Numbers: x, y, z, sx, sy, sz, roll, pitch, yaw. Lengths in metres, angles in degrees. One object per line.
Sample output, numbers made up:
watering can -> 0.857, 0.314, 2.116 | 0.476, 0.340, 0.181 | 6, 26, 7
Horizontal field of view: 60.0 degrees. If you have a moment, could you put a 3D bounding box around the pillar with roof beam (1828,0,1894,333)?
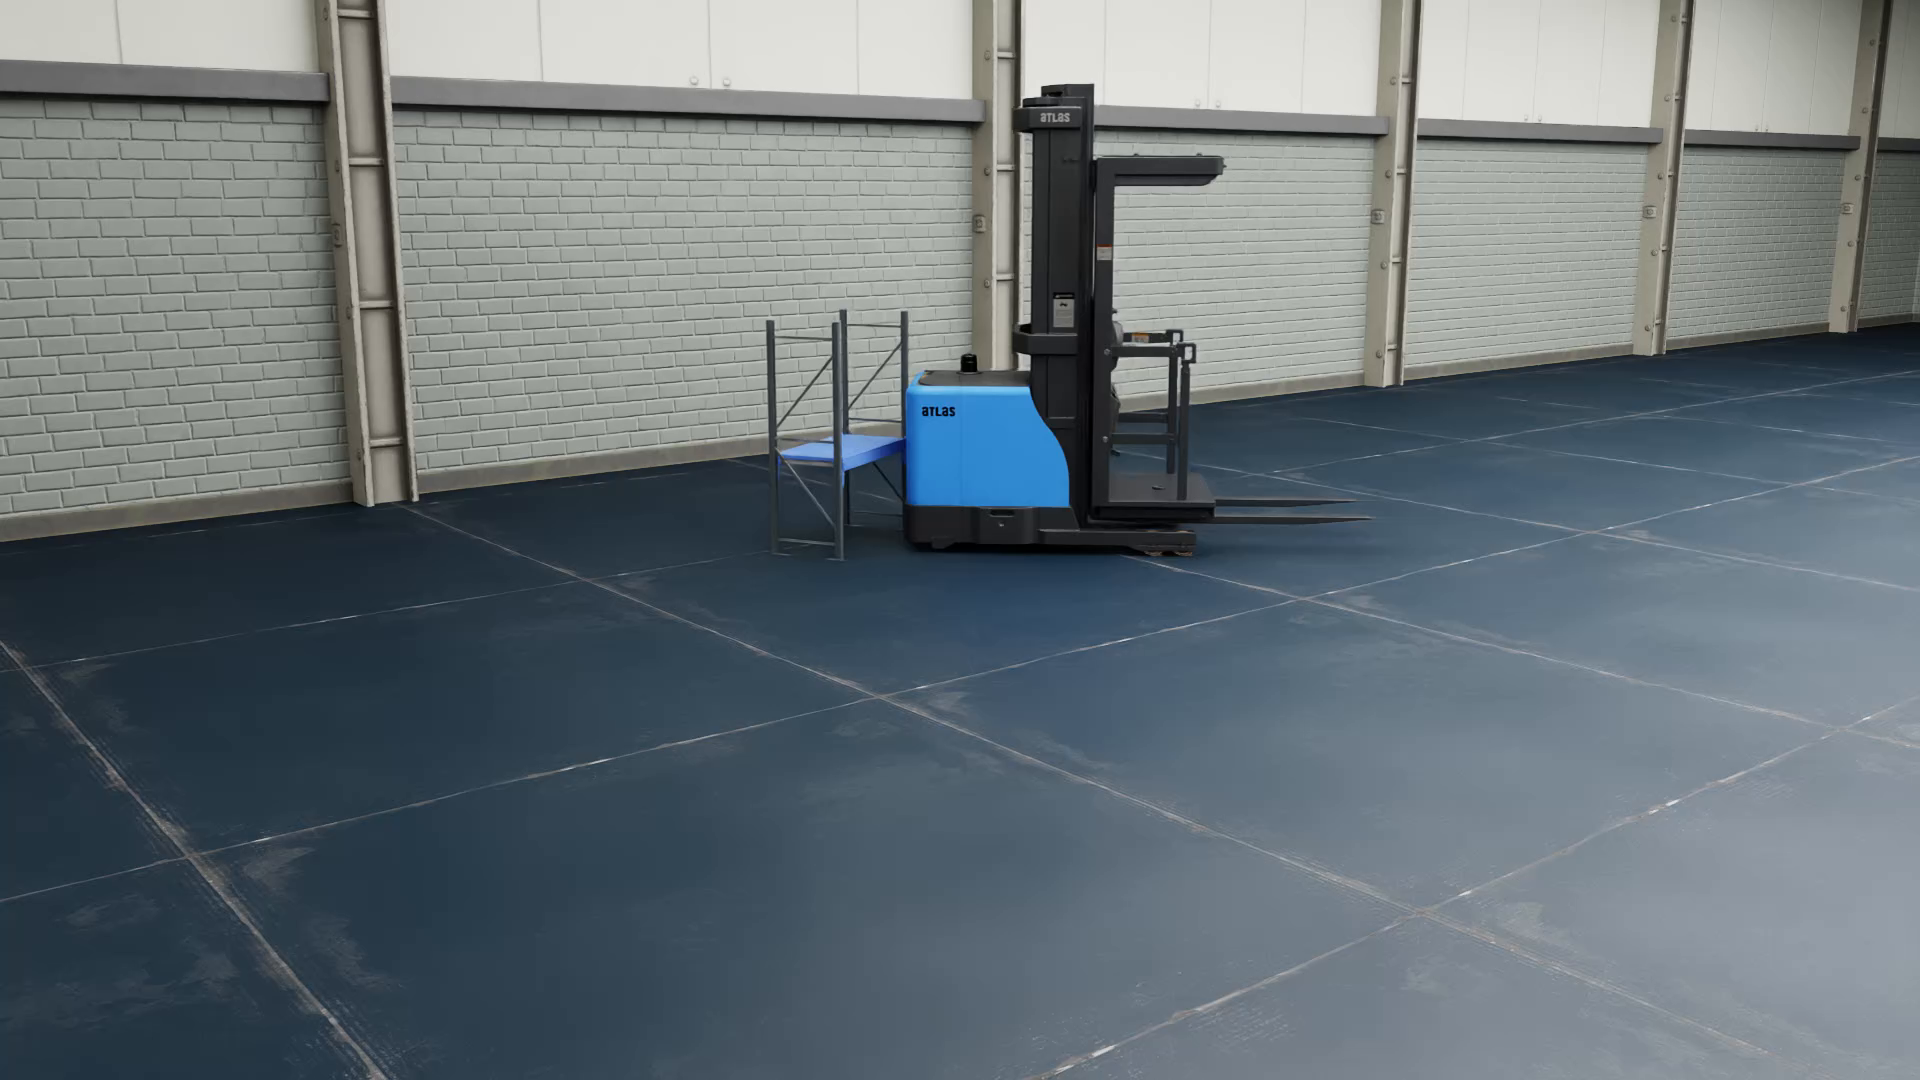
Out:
pillar with roof beam -> 17.106, -7.114, 22.967 | 0.400, 9.000, 9.100 | -9, 15, -38

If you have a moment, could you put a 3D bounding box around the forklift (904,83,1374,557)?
forklift -> 1.174, -1.442, 10.861 | 3.031, 2.935, 1.130 | 1, 12, 3

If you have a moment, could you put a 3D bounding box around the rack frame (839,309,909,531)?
rack frame -> -0.582, -0.814, 11.353 | 0.500, 1.500, 0.032 | 5, 13, 22

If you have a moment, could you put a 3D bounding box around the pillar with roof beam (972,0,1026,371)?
pillar with roof beam -> 3.051, -4.778, 11.967 | 0.400, 9.000, 9.100 | -9, 15, -38

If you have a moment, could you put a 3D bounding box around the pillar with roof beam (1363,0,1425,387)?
pillar with roof beam -> 7.736, -5.557, 15.634 | 0.400, 9.000, 9.100 | -9, 15, -38

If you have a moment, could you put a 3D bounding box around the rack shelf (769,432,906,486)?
rack shelf -> -0.777, -0.541, 10.931 | 0.538, 0.185, 1.000 | 5, 13, 22

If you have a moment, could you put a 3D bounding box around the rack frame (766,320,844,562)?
rack frame -> -0.973, -0.619, 10.435 | 0.500, 1.500, 0.032 | 5, 13, 22

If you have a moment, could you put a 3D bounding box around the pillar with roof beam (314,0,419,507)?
pillar with roof beam -> -1.634, -4.000, 8.301 | 0.400, 9.000, 9.100 | -9, 15, -38

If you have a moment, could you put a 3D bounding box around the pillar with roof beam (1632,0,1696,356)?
pillar with roof beam -> 12.421, -6.335, 19.300 | 0.400, 9.000, 9.100 | -9, 15, -38

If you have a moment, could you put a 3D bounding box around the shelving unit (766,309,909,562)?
shelving unit -> -0.777, -0.717, 10.894 | 0.538, 1.500, 1.048 | 5, 13, 22
